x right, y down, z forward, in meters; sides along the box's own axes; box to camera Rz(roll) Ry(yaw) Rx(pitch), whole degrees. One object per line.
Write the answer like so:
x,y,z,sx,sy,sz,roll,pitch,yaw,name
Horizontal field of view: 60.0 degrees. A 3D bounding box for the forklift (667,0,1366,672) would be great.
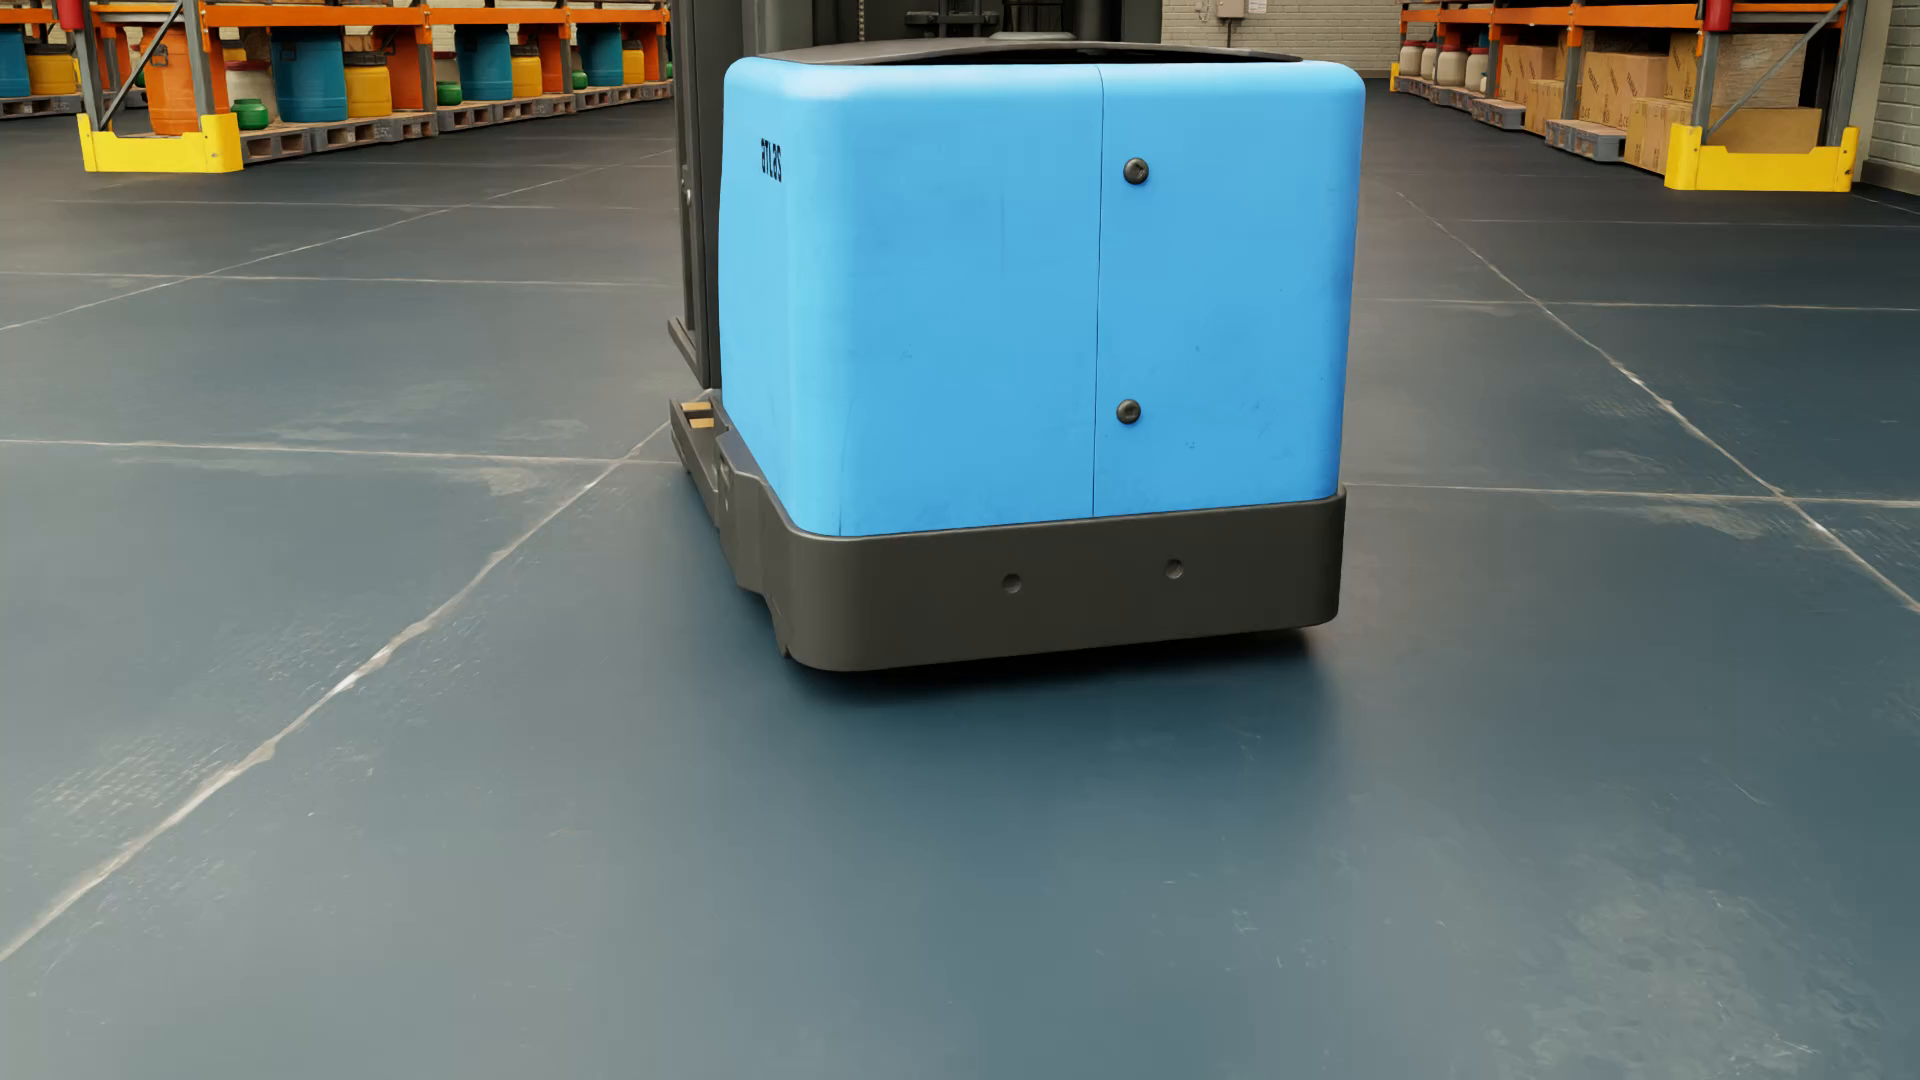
-0.159,-1.575,3.946,1.130,2.935,3.031,-5,18,-14,forklift
